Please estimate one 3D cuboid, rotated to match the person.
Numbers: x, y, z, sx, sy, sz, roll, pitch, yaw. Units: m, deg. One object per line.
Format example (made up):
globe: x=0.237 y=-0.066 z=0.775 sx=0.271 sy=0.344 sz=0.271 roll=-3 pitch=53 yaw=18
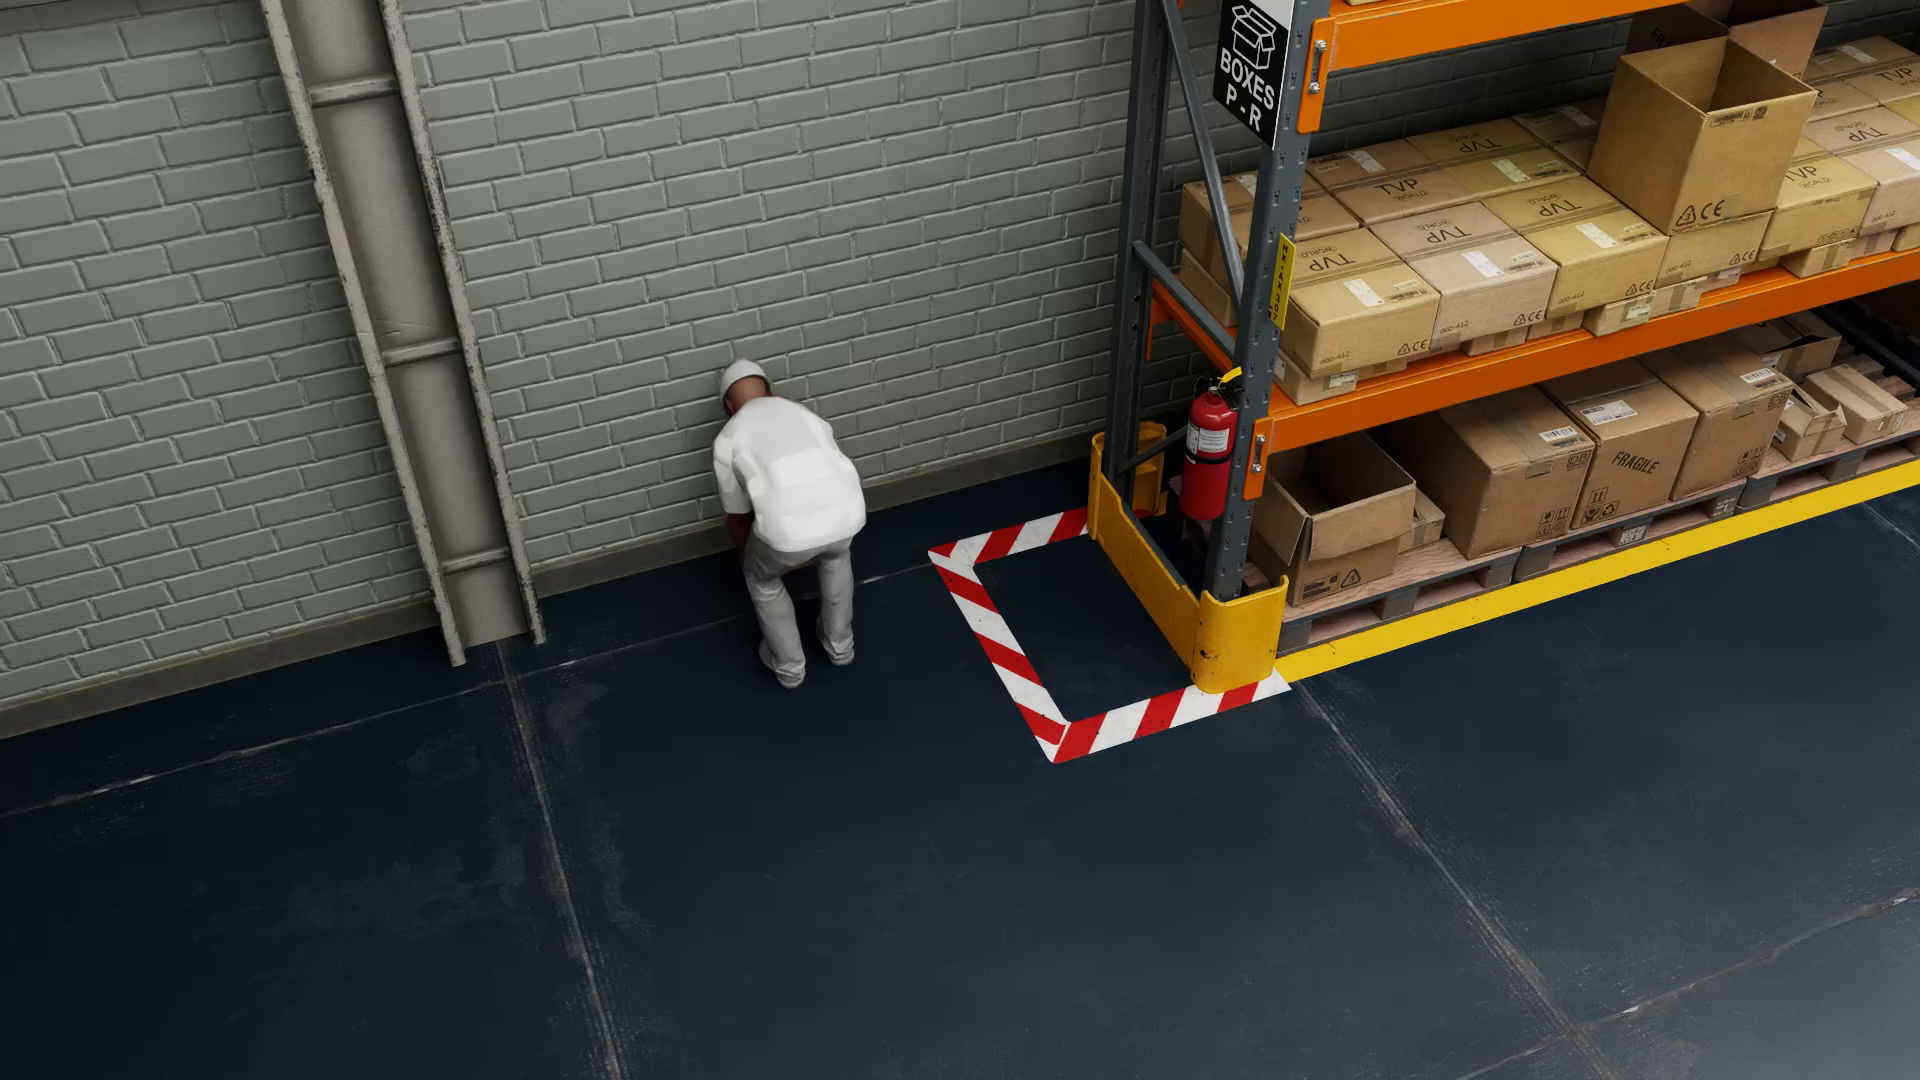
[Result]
person: x=-0.711 y=-0.060 z=6.695 sx=0.475 sy=1.117 sz=0.979 roll=-17 pitch=44 yaw=-18
